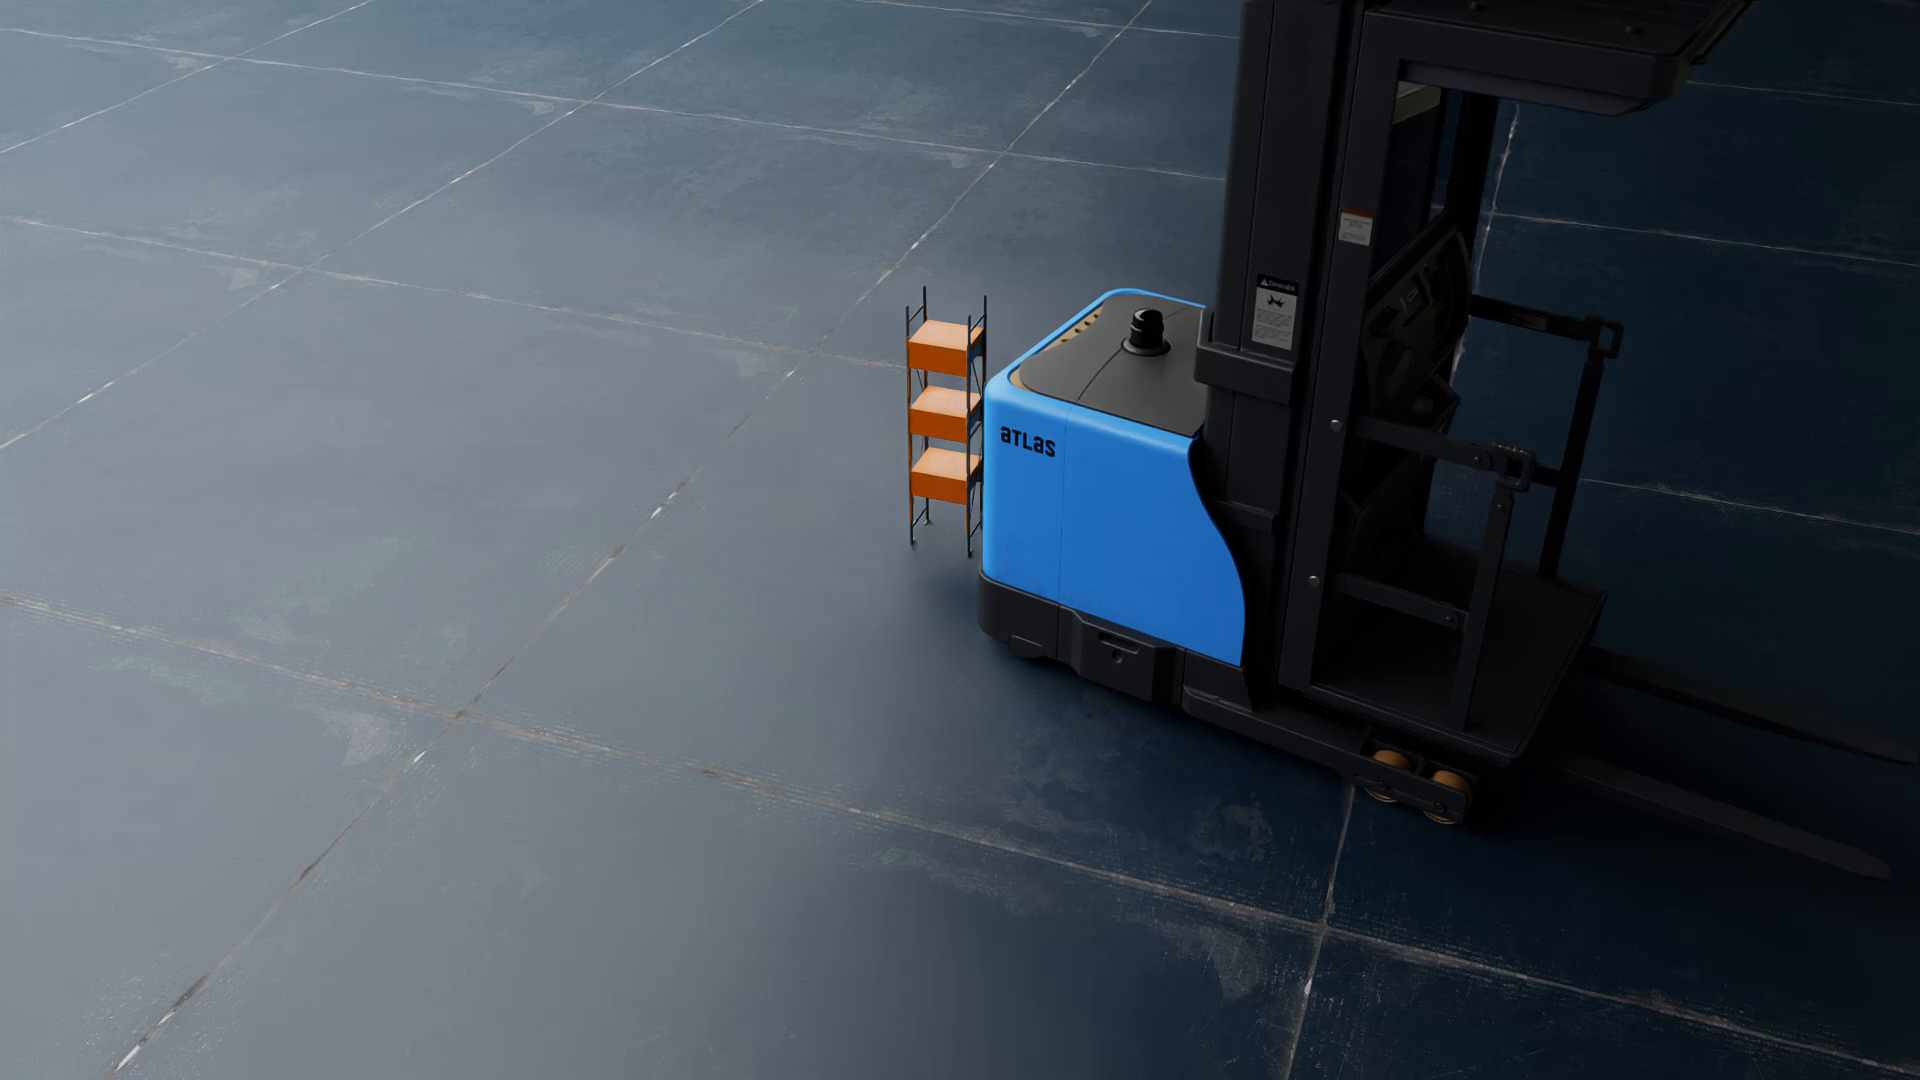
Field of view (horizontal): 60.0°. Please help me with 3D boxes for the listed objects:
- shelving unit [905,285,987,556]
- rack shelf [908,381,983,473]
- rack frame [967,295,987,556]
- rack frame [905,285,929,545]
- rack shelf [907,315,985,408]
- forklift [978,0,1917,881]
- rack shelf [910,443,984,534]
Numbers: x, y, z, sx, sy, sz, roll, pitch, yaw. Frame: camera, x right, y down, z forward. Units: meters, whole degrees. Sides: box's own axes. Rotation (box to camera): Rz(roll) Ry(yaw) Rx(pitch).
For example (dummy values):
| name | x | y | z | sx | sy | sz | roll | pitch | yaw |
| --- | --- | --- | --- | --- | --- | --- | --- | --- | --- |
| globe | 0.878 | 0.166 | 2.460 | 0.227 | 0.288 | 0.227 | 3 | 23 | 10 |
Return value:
| name | x | y | z | sx | sy | sz | roll | pitch | yaw |
| --- | --- | --- | --- | --- | --- | --- | --- | --- | --- |
| shelving unit | -0.050 | -0.451 | 6.480 | 0.252 | 1.050 | 0.215 | 11 | 34 | 16 |
| rack shelf | -0.050 | -0.442 | 6.486 | 0.240 | 0.259 | 0.215 | 11 | 34 | 16 |
| rack frame | 0.064 | -0.429 | 6.446 | 0.008 | 1.050 | 0.200 | 11 | 34 | 16 |
| rack frame | -0.165 | -0.473 | 6.515 | 0.008 | 1.050 | 0.200 | 11 | 34 | 16 |
| rack shelf | -0.050 | -0.680 | 6.332 | 0.240 | 0.259 | 0.215 | 11 | 34 | 16 |
| forklift | 1.587 | -0.651 | 5.055 | 3.031 | 2.935 | 1.130 | 19 | 37 | 27 |
| rack shelf | -0.050 | -0.208 | 6.637 | 0.240 | 0.259 | 0.215 | 11 | 34 | 16 |
